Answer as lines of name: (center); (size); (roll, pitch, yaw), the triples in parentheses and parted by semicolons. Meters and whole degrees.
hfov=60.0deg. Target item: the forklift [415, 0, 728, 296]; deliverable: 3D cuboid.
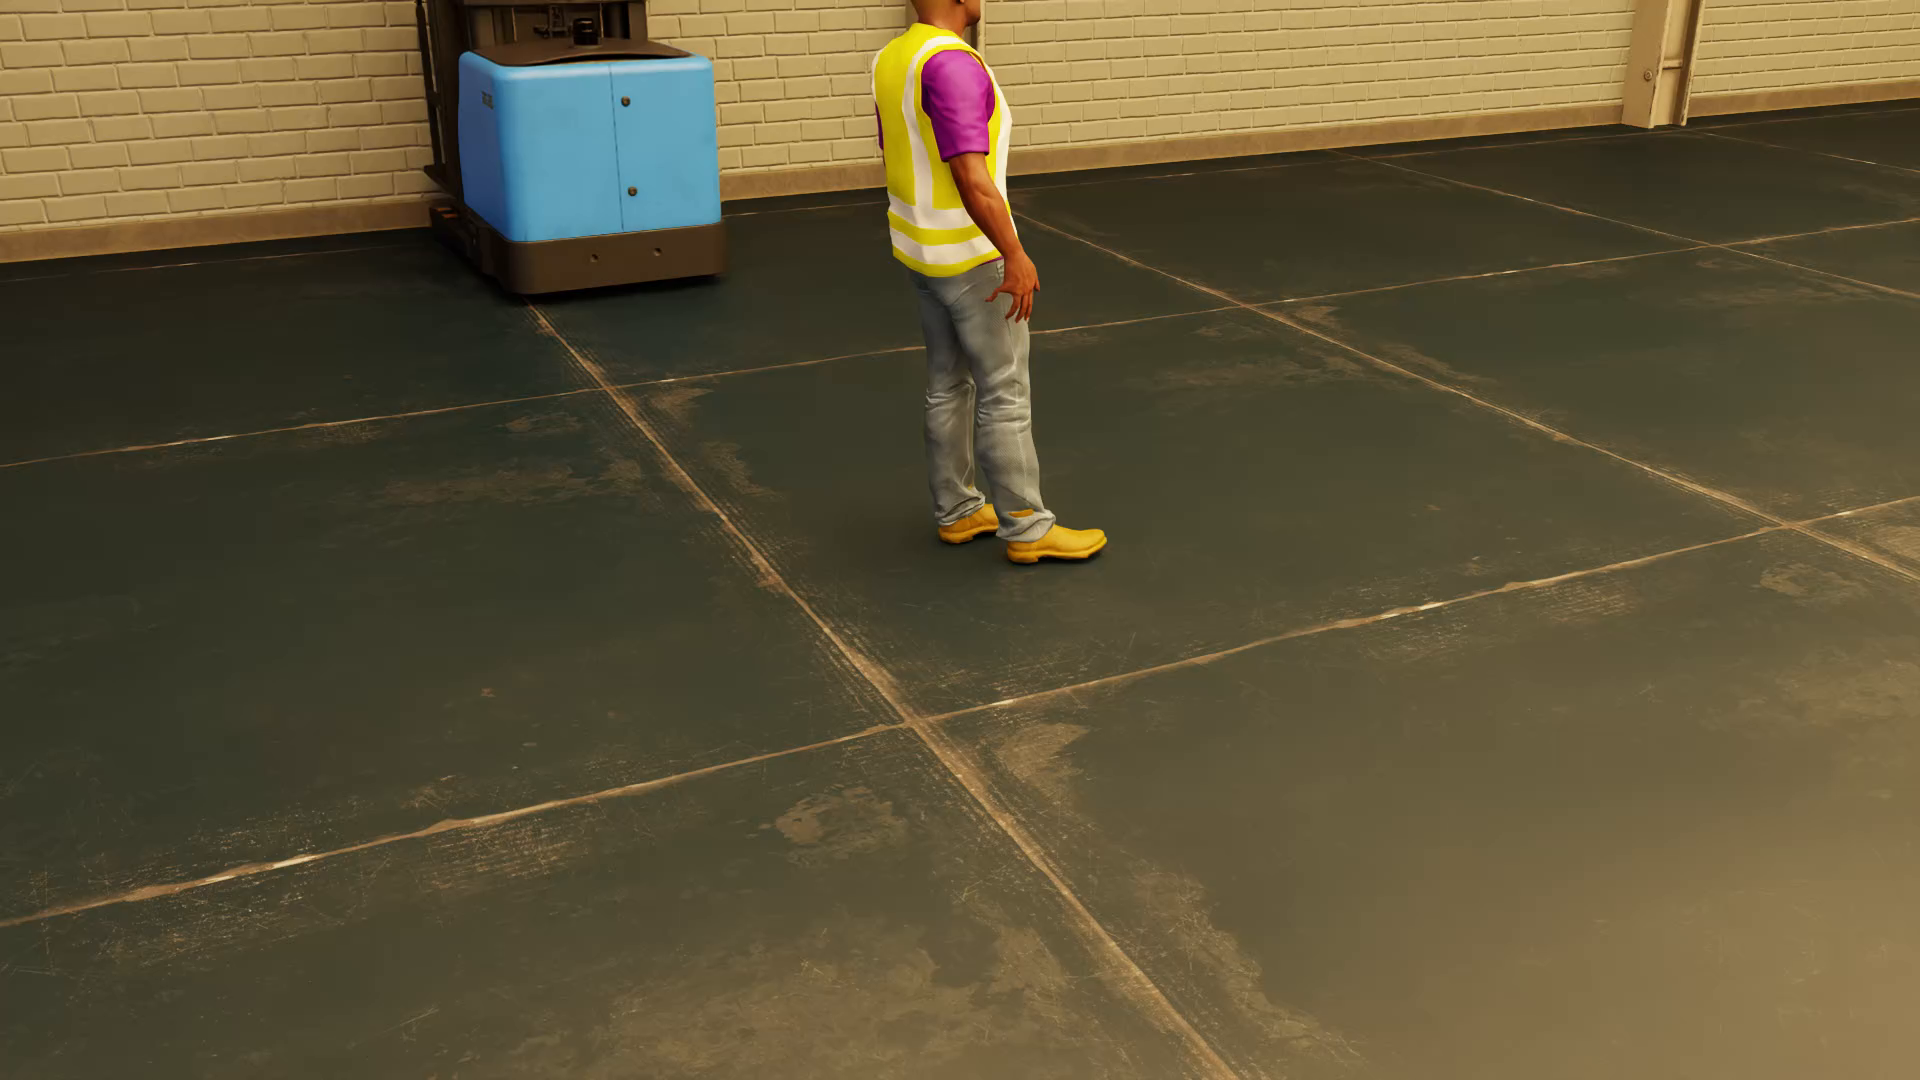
forklift: (-2.247, -3.009, 8.529); (1.130, 2.935, 3.031); (-11, 25, -25)

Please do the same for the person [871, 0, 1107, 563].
person: (0.066, -0.832, 4.788); (0.575, 1.768, 0.665); (-10, 25, -23)
